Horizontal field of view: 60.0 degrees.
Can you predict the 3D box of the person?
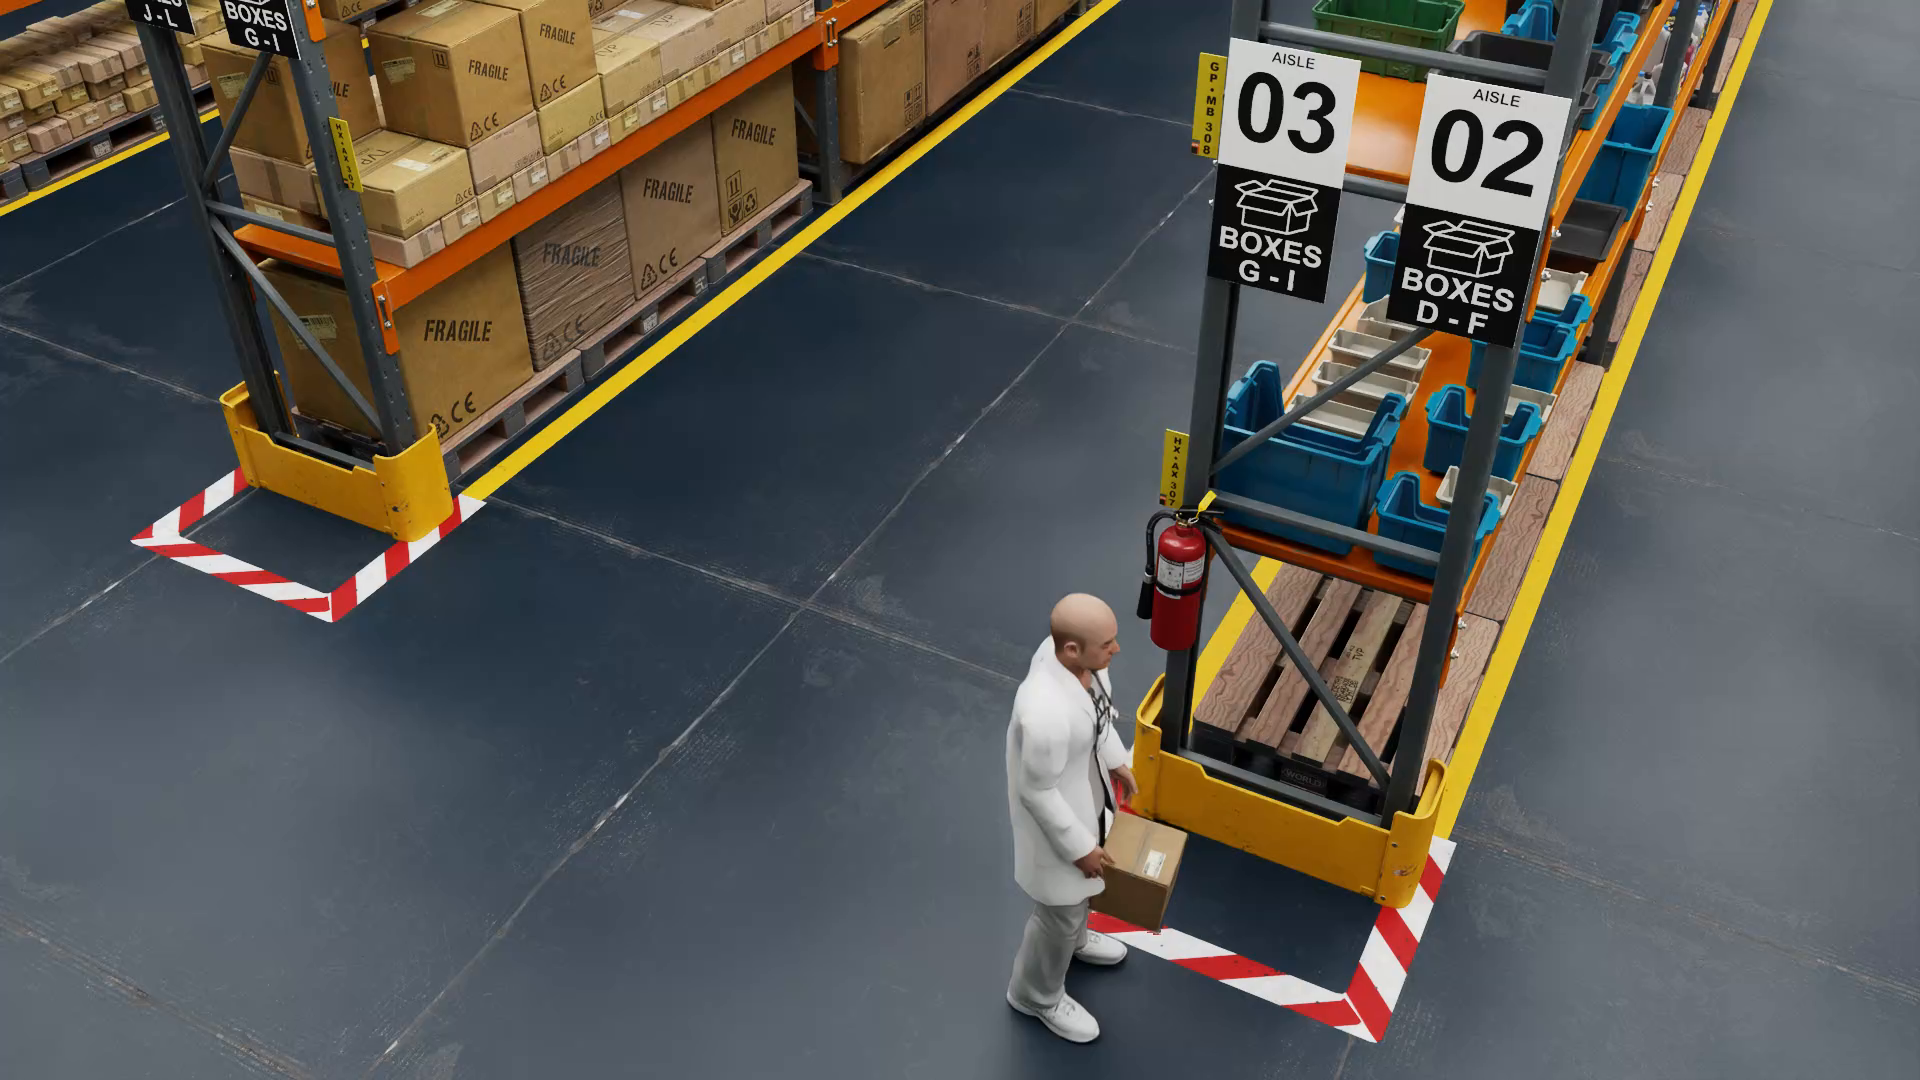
[{"bbox_3d":[0.371,0.896,5.589,0.424,1.779,0.586,13,39,16],"label":"person"}]
